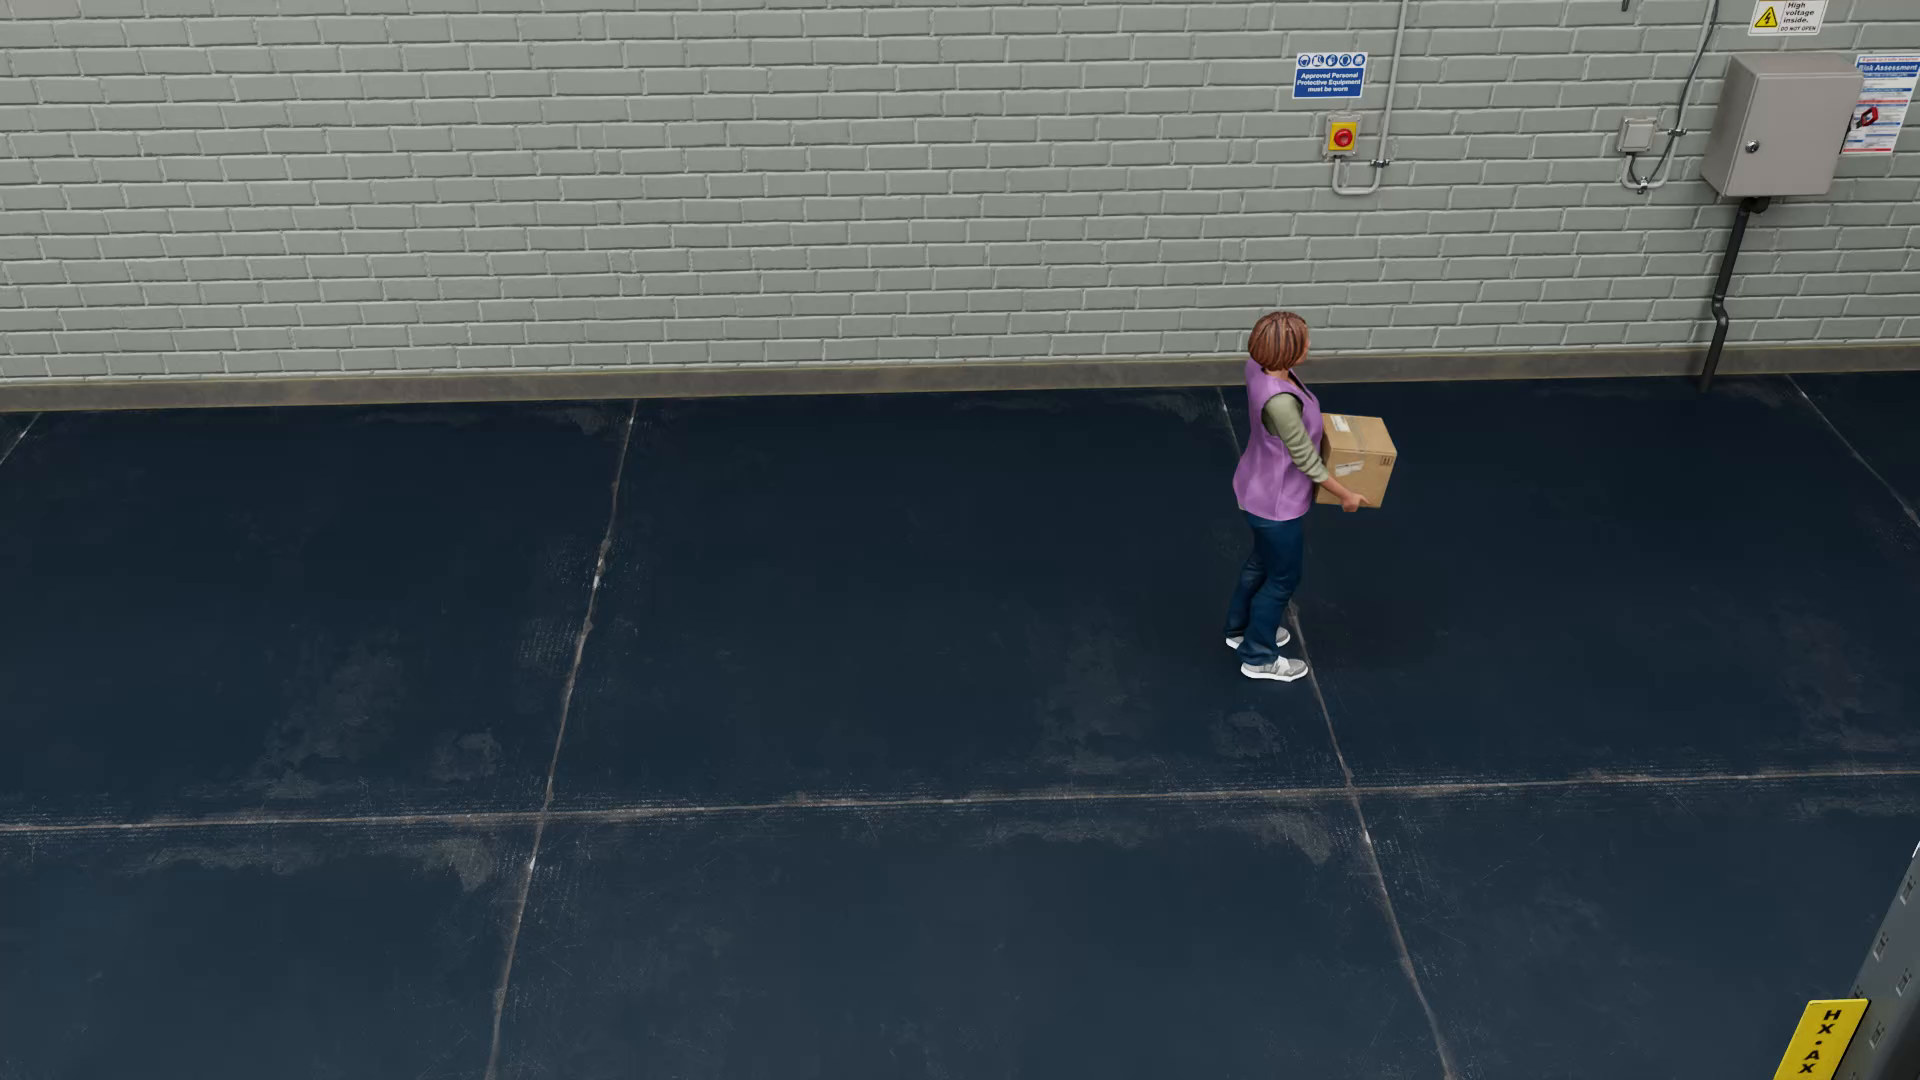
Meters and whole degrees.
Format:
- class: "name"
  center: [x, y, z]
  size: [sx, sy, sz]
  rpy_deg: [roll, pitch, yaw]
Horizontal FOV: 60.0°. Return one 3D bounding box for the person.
- class: "person"
  center: [1.287, -0.159, 6.381]
  size: [0.492, 1.590, 0.405]
  rpy_deg: [-1, 36, -1]
